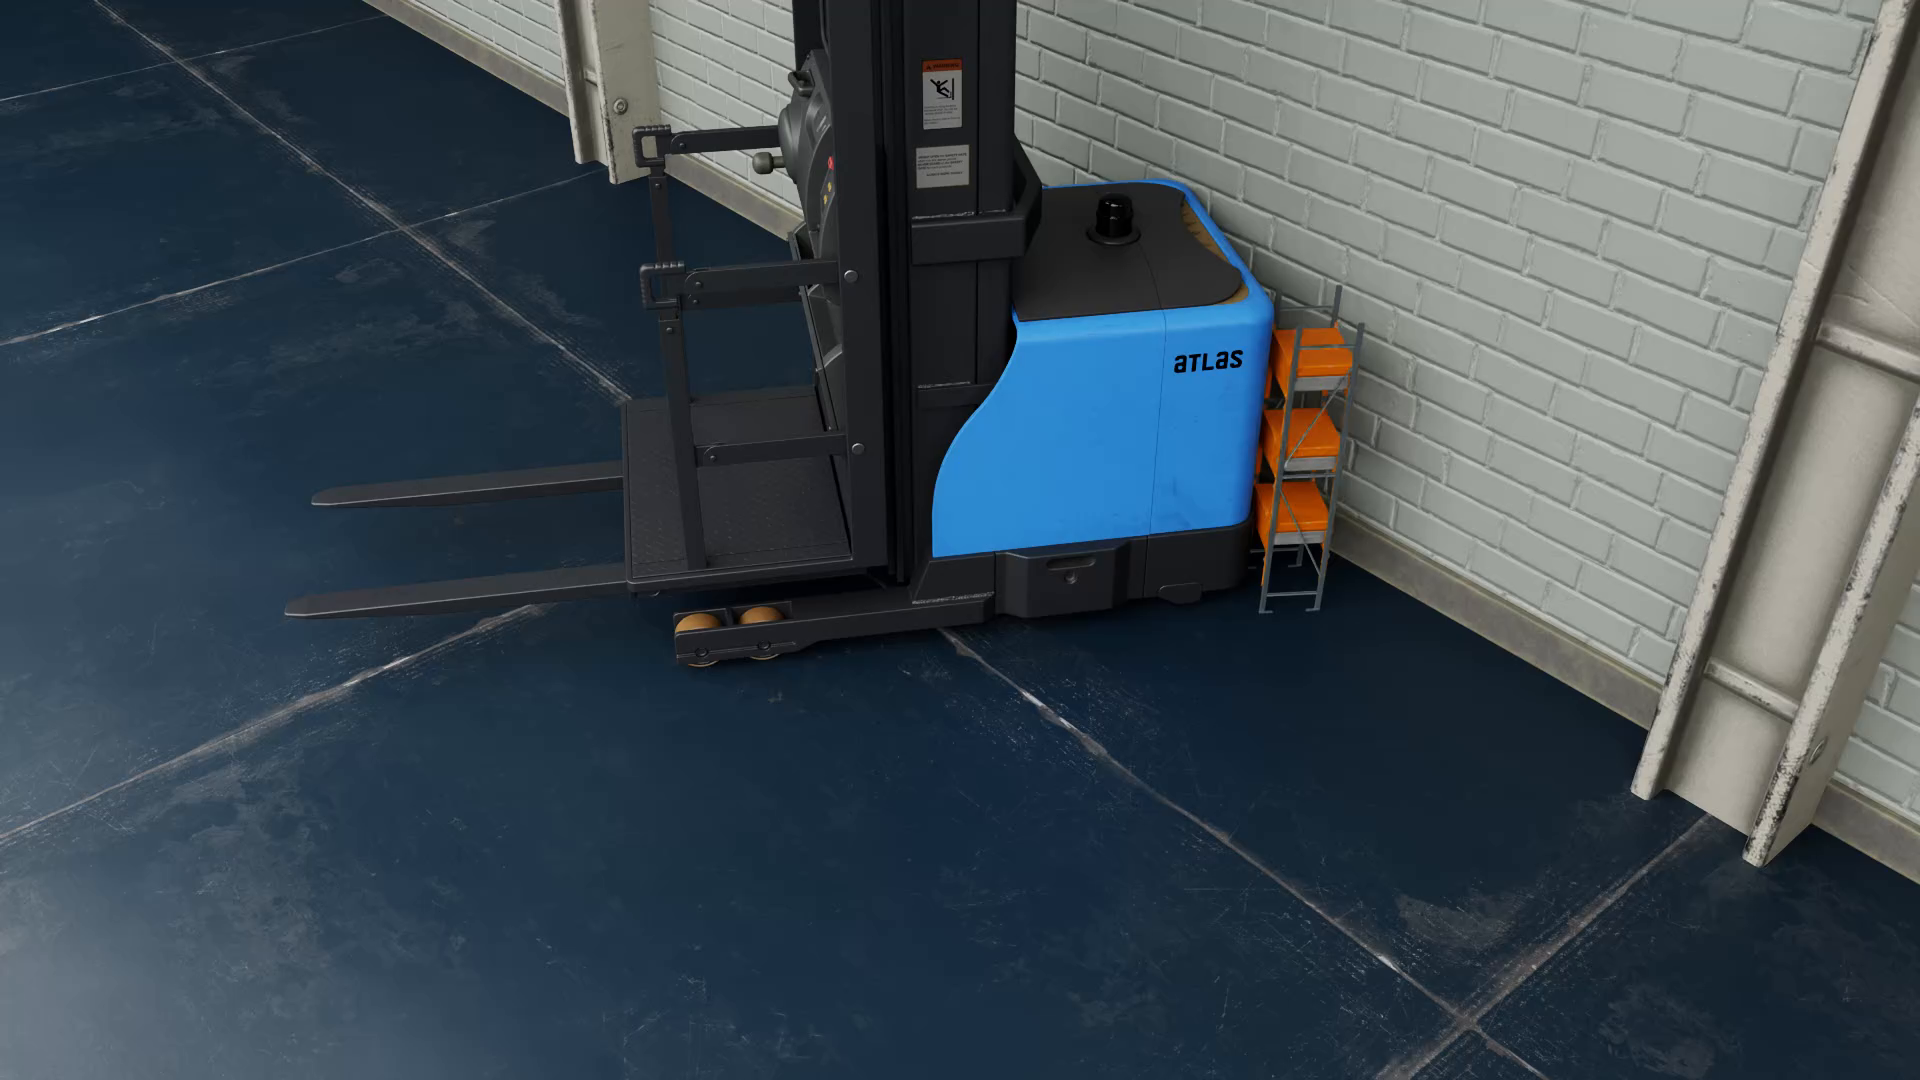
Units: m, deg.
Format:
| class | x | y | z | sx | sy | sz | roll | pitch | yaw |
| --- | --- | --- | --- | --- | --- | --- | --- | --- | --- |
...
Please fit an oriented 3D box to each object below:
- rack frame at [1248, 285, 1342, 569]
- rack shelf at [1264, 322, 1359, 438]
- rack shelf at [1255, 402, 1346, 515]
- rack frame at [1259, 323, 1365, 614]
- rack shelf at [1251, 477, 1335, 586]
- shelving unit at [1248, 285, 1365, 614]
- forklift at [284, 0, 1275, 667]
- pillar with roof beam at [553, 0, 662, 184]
| class | x | y | z | sx | sy | sz | roll | pitch | yaw |
| --- | --- | --- | --- | --- | --- | --- | --- | --- | --- |
| rack frame | 1.054 | -0.336 | 5.316 | 0.200 | 1.050 | 0.008 | -3 | 35 | -4 |
| rack shelf | 1.064 | -0.489 | 5.059 | 0.215 | 0.259 | 0.240 | -3 | 35 | -4 |
| rack shelf | 1.064 | -0.257 | 5.223 | 0.215 | 0.259 | 0.240 | -3 | 35 | -4 |
| rack frame | 1.073 | -0.195 | 5.118 | 0.200 | 1.050 | 0.008 | -3 | 35 | -4 |
| rack shelf | 1.064 | -0.030 | 5.384 | 0.215 | 0.259 | 0.240 | -3 | 35 | -4 |
| shelving unit | 1.064 | -0.266 | 5.217 | 0.215 | 1.050 | 0.252 | -3 | 35 | -4 |
| forklift | -0.620 | -1.131 | 4.812 | 3.031 | 2.935 | 1.130 | -6 | 36 | -8 |
| pillar with roof beam | -5.007 | -3.972 | 3.572 | 9.100 | 9.000 | 0.400 | -26 | 43 | -32 |
